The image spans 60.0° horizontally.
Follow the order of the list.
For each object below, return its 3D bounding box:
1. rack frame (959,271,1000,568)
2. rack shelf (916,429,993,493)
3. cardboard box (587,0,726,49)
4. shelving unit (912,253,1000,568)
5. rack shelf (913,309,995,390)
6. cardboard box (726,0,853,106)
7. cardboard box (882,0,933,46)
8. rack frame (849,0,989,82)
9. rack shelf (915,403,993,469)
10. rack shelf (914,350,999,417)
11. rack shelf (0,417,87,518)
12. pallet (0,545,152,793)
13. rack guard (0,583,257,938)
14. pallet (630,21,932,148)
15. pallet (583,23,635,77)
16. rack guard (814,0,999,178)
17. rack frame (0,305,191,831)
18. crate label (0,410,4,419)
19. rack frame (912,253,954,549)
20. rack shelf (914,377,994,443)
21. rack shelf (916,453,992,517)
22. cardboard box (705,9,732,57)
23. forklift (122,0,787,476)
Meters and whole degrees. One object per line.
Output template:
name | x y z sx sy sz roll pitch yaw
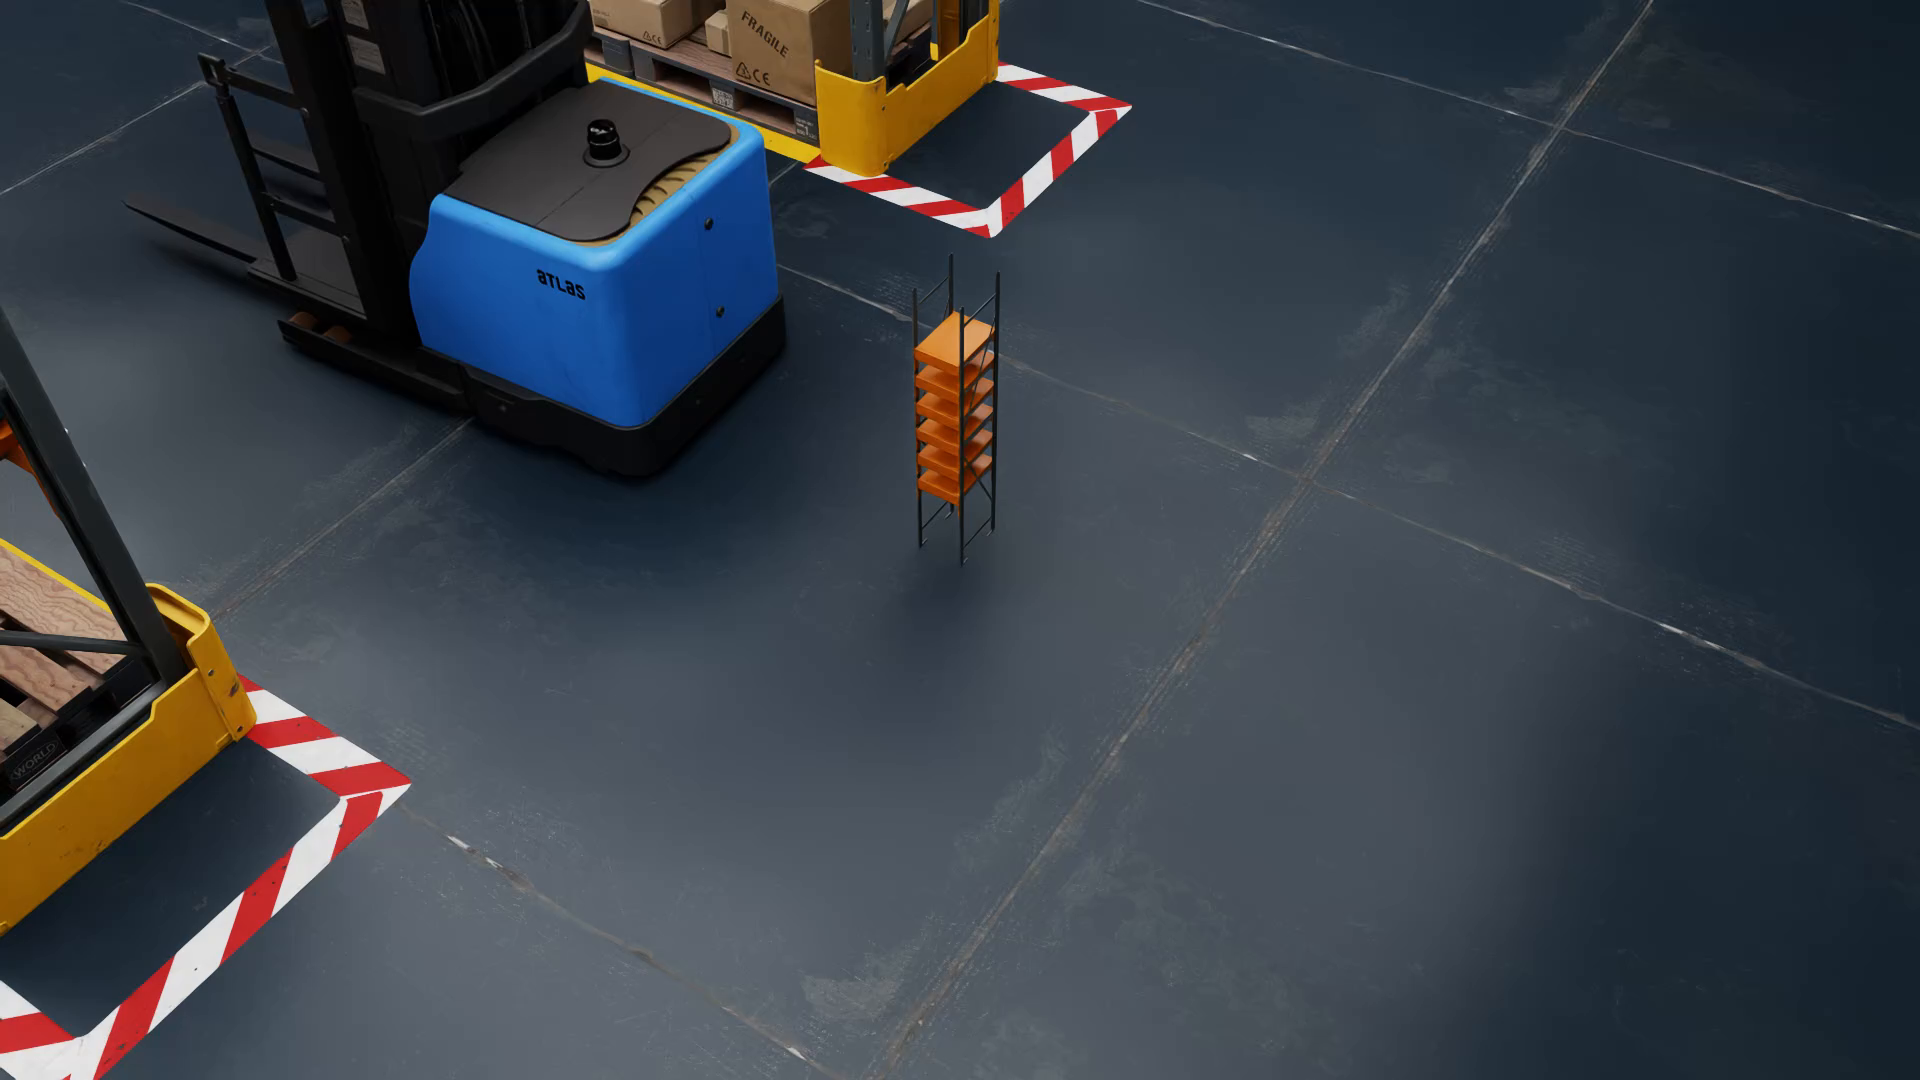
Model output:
rack frame | 0.065 -0.388 5.791 0.006 1.200 0.240 25 51 22
rack shelf | -0.012 -0.309 5.943 0.180 0.103 0.258 25 51 22
cardboard box | -1.549 -2.788 8.478 0.500 0.250 0.500 25 51 22
shelving unit | -0.012 -0.424 5.825 0.189 1.200 0.258 25 51 22
rack shelf | -0.012 -0.644 5.599 0.180 0.103 0.258 25 51 22
cardboard box | -0.766 -2.489 8.014 0.500 0.500 0.500 25 51 22
cardboard box | -0.342 -2.675 8.439 0.250 0.149 0.380 25 51 22
rack frame | -0.175 -3.145 7.215 0.127 3.000 1.000 25 51 22
rack shelf | -0.012 -0.393 5.857 0.180 0.103 0.258 25 51 22
rack shelf | -0.012 -0.560 5.685 0.180 0.103 0.258 25 51 22
rack shelf | -4.536 -0.680 5.321 4.000 0.370 1.077 25 51 22
pallet | -3.526 0.472 5.644 1.213 0.211 1.003 25 51 22
rack guard | -2.825 0.716 5.206 0.348 0.500 1.175 25 51 22
pallet | -0.911 -2.511 8.543 1.213 0.211 1.003 25 51 22
pallet | -1.934 -2.984 9.003 1.213 0.211 1.003 25 51 22
rack guard | -0.239 -2.304 8.140 0.348 0.500 1.175 25 51 22
rack frame | -2.853 -0.157 4.311 0.127 3.000 1.000 25 51 22
crate label | -2.883 -0.414 4.635 0.303 0.233 0.416 25 51 22
rack frame | -0.089 -0.459 5.860 0.006 1.200 0.240 25 51 22
rack shelf | -0.012 -0.476 5.771 0.180 0.103 0.258 25 51 22
rack shelf | -0.012 -0.226 6.029 0.180 0.103 0.258 25 51 22
cardboard box | -1.058 -2.584 8.339 0.250 0.166 0.380 25 51 22
forklift | -2.262 -2.054 6.202 3.031 2.935 1.130 22 50 20
